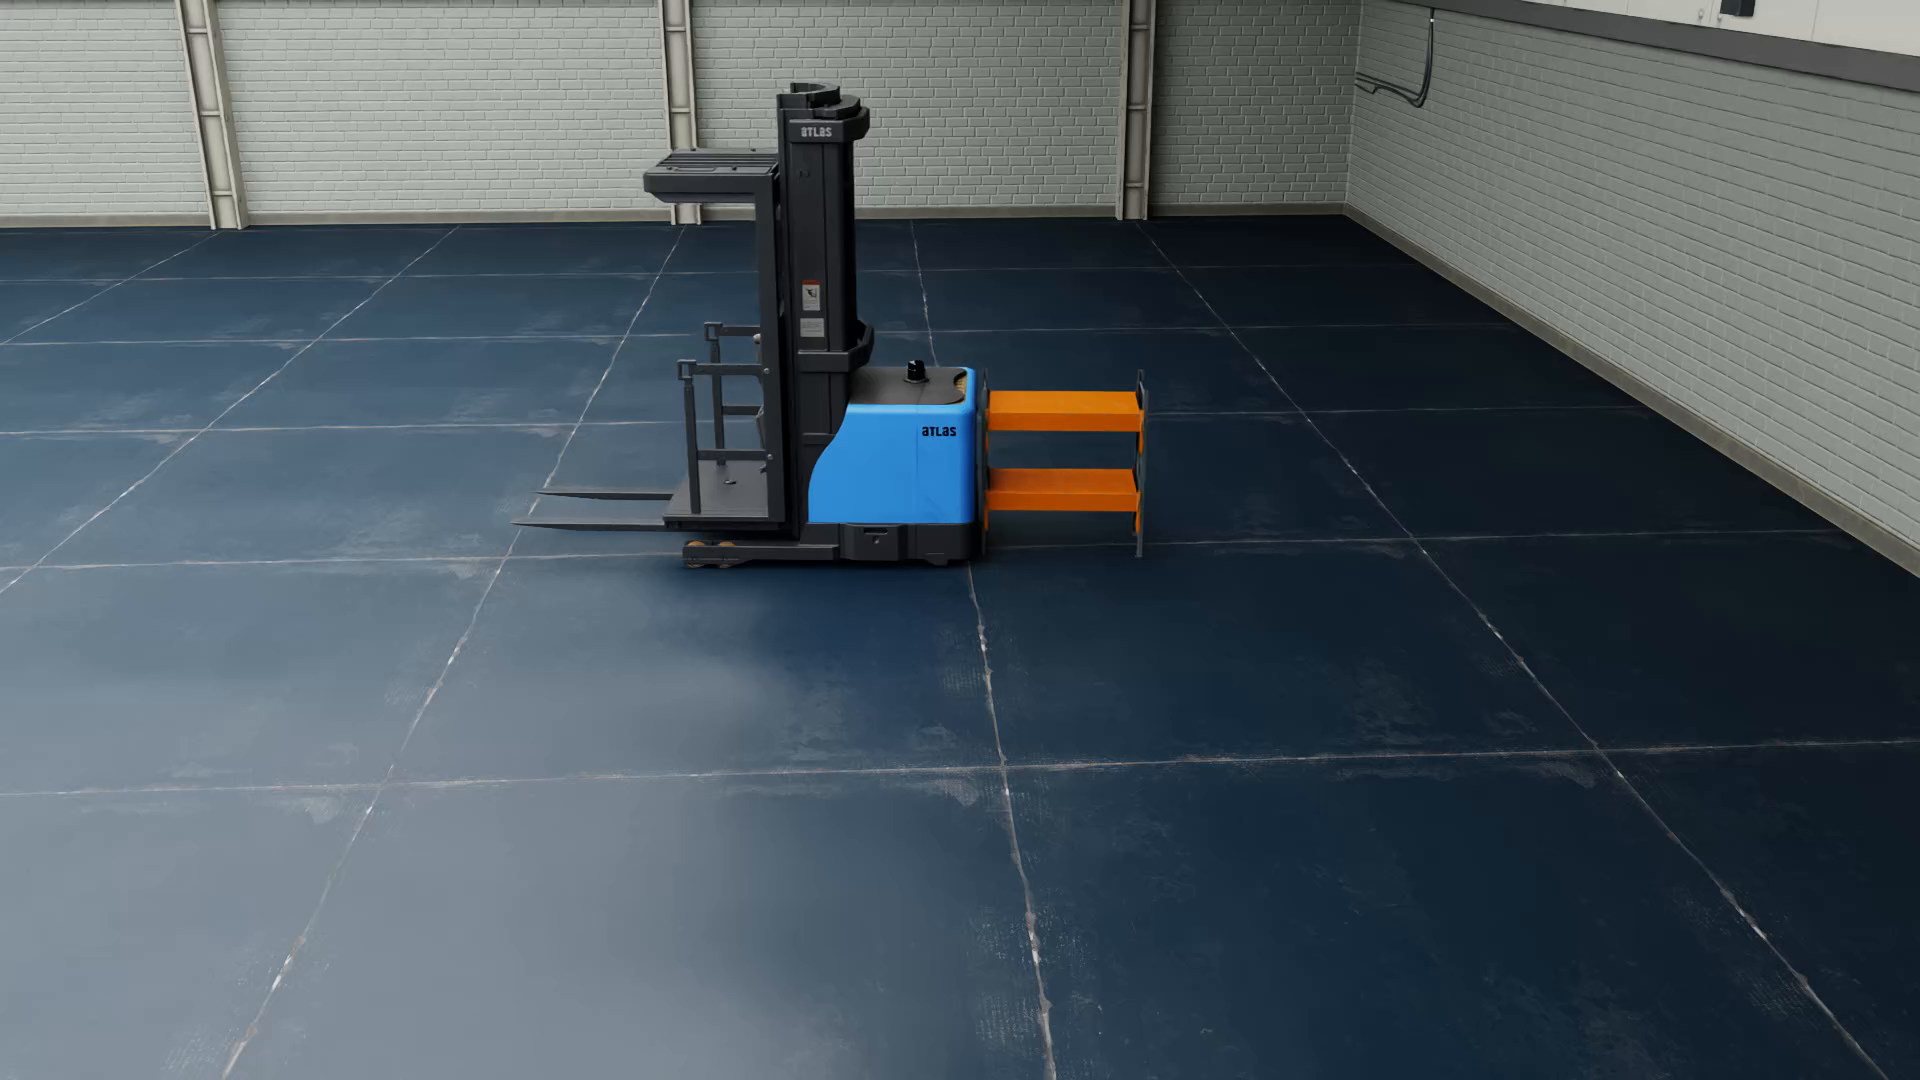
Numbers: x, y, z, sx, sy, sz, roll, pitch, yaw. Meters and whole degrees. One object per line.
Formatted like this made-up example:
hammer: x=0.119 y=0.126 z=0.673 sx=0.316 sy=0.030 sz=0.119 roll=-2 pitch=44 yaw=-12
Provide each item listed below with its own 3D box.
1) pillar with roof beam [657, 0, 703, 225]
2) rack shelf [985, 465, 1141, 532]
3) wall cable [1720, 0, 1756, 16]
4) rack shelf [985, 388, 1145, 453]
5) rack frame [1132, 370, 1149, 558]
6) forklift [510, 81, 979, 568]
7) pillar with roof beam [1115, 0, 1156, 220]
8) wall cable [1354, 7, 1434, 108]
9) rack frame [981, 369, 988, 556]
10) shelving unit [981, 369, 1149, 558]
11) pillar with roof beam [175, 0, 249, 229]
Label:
pillar with roof beam: x=-3.413 y=-6.939 z=16.700 sx=0.400 sy=9.000 sz=9.100 roll=-1 pitch=21 yaw=-3
rack shelf: x=0.668 y=-0.276 z=10.953 sx=1.000 sy=0.278 sz=0.538 roll=1 pitch=21 yaw=1
wall cable: x=5.874 y=-6.397 z=10.497 sx=0.169 sy=6.003 sz=2.305 roll=-1 pitch=21 yaw=-3
rack shelf: x=0.668 y=-0.778 z=10.761 sx=1.000 sy=0.278 sz=0.538 roll=1 pitch=21 yaw=1
rack frame: x=1.176 y=-0.500 z=10.853 sx=0.032 sy=1.125 sz=0.500 roll=1 pitch=21 yaw=1
forklift: x=-1.397 y=-1.377 z=10.618 sx=3.031 sy=2.935 sz=1.130 roll=1 pitch=21 yaw=1
pillar with roof beam: x=2.577 y=-7.061 z=17.021 sx=0.400 sy=9.000 sz=9.100 roll=-1 pitch=21 yaw=-3
wall cable: x=5.348 y=-6.729 z=20.513 sx=0.112 sy=2.526 sz=3.097 roll=-1 pitch=21 yaw=-3
rack frame: x=0.160 y=-0.509 z=10.878 sx=0.032 sy=1.125 sz=0.500 roll=1 pitch=21 yaw=1
shelving unit: x=0.668 y=-0.505 z=10.866 sx=1.048 sy=1.125 sz=0.538 roll=1 pitch=21 yaw=1
pillar with roof beam: x=-9.403 y=-6.817 z=16.380 sx=0.400 sy=9.000 sz=9.100 roll=-1 pitch=21 yaw=-3
